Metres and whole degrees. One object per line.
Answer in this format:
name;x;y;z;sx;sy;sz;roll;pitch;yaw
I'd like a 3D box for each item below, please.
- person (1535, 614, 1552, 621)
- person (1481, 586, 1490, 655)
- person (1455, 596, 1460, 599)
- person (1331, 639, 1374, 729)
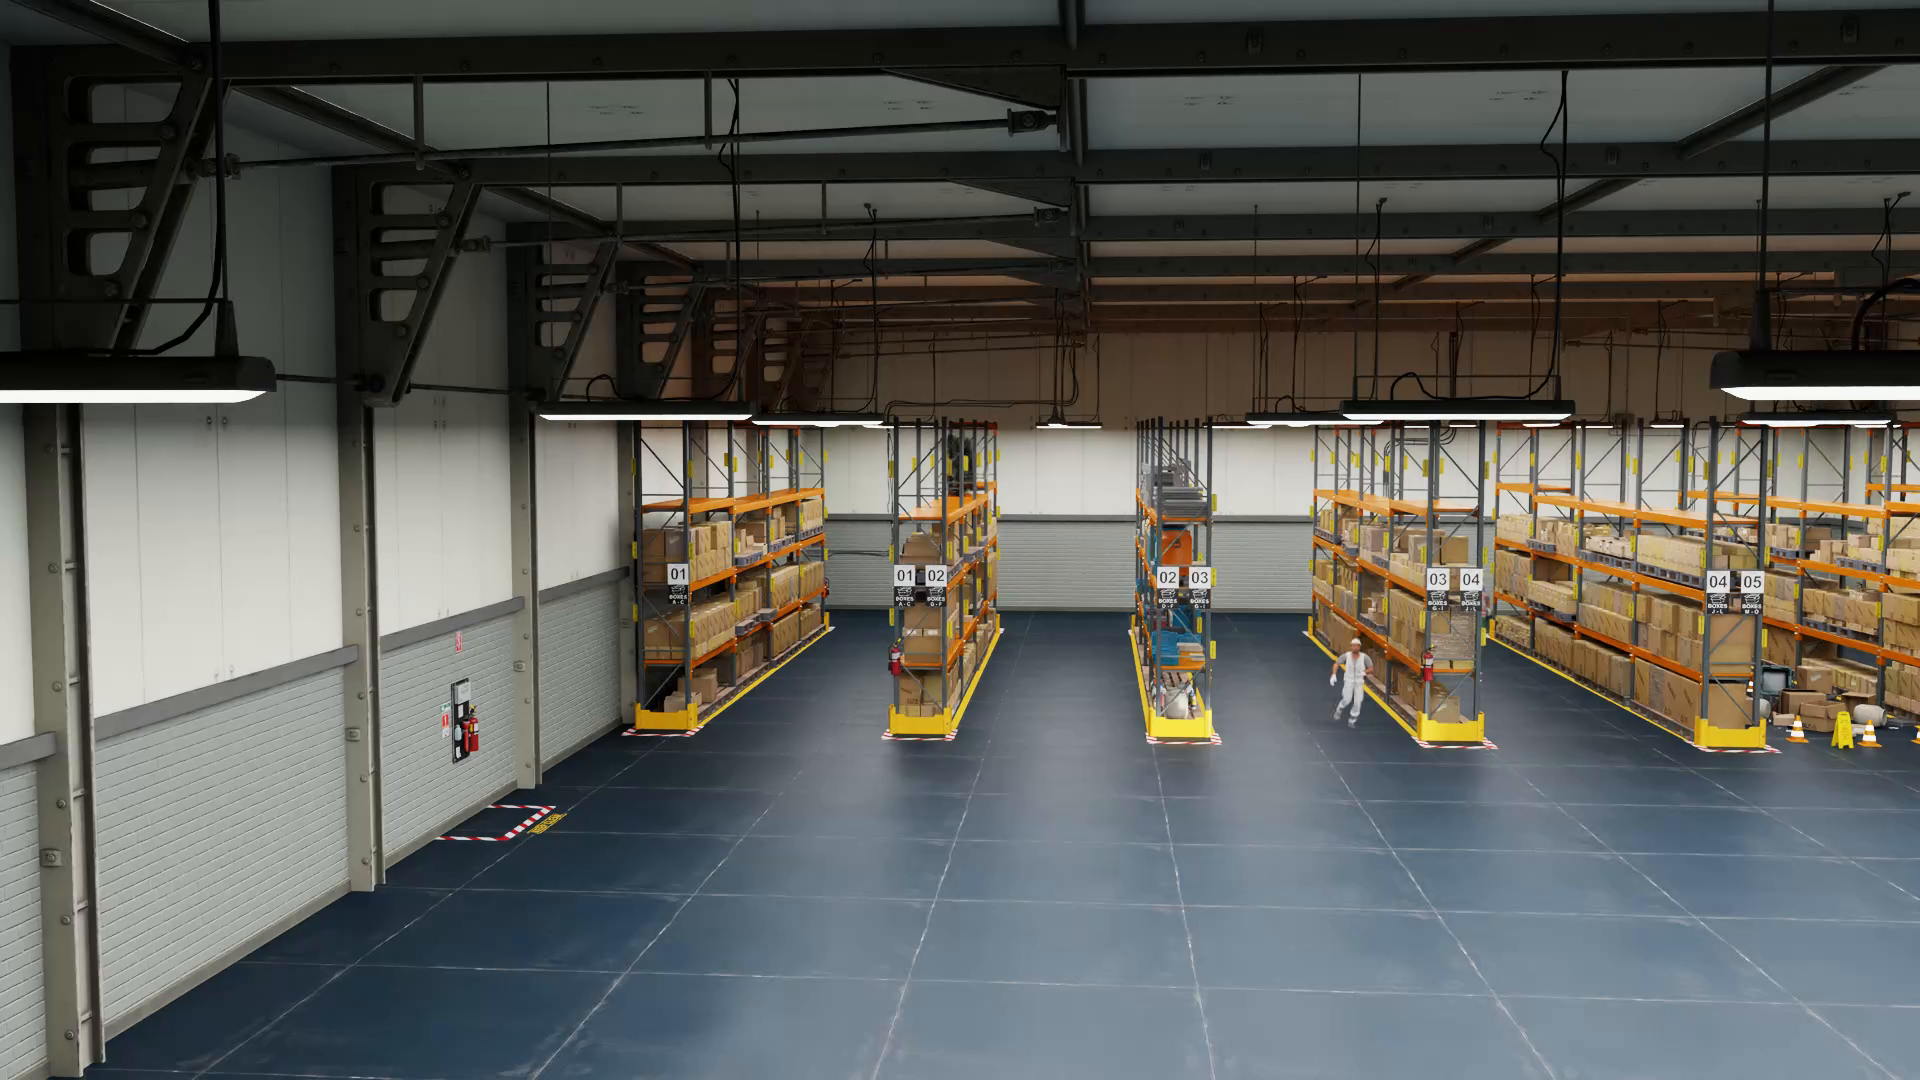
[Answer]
person;16.777;1.805;47.601;0.726;1.713;0.579;0;4;-5
person;13.394;2.004;43.032;0.691;1.775;0.992;0;4;2
person;13.880;1.806;47.026;0.753;1.716;0.775;-2;4;-26
person;7.591;2.773;32.147;0.795;1.737;0.527;0;4;2
